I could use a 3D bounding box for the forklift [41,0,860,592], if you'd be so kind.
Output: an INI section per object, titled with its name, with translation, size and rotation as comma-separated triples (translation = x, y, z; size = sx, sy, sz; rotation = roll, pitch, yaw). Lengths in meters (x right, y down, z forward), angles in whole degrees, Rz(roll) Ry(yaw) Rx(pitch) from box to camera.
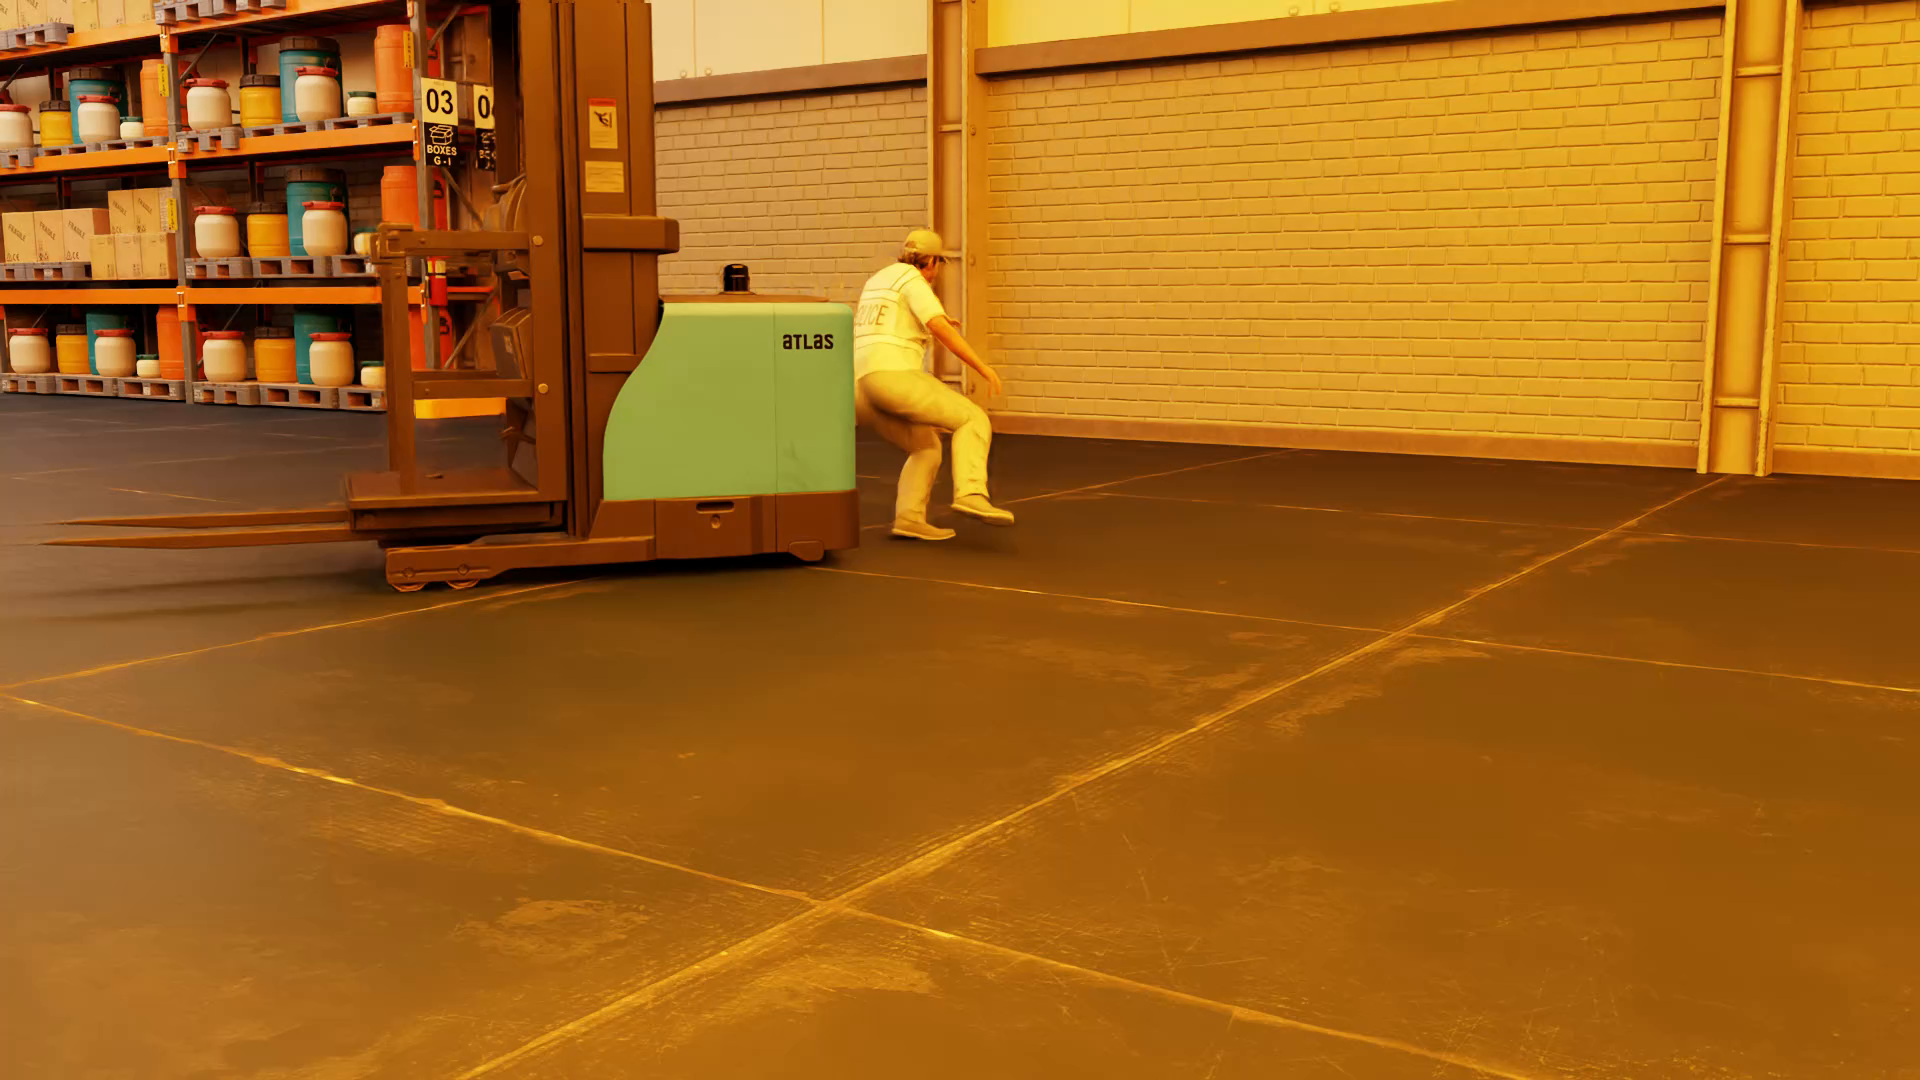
[forklift]
translation = -1.989, -1.339, 6.610
size = 3.031, 2.935, 1.130
rotation = -3, 9, -21

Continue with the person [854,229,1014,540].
[person]
translation = -0.077, -0.724, 7.730
size = 0.912, 1.434, 1.127
rotation = -7, 11, -41
